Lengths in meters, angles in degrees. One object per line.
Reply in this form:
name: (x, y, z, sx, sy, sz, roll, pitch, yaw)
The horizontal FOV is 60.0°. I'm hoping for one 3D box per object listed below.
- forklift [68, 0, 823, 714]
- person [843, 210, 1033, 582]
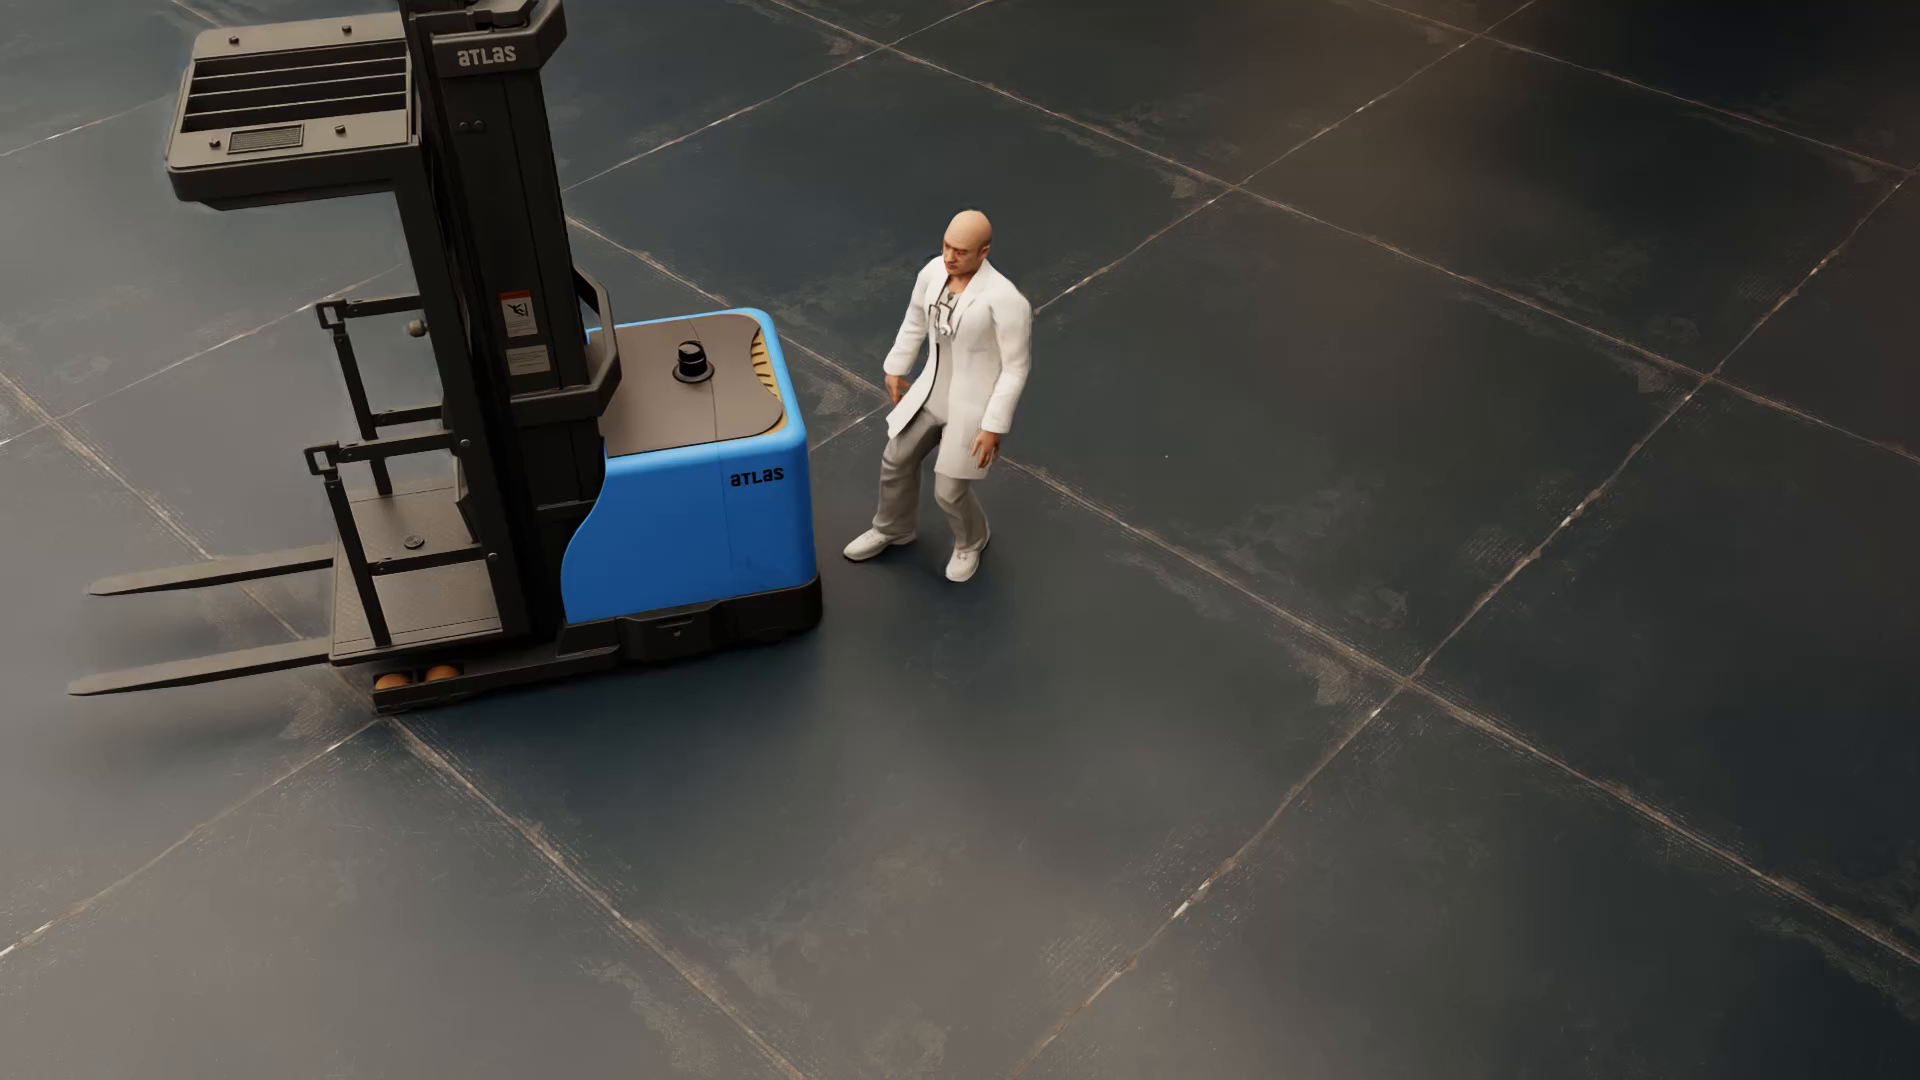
forklift: (-2.168, -0.782, 6.339, 3.031, 2.935, 1.130, -9, 42, -11)
person: (-0.105, -0.508, 7.031, 0.609, 1.652, 0.767, -30, 49, -30)
